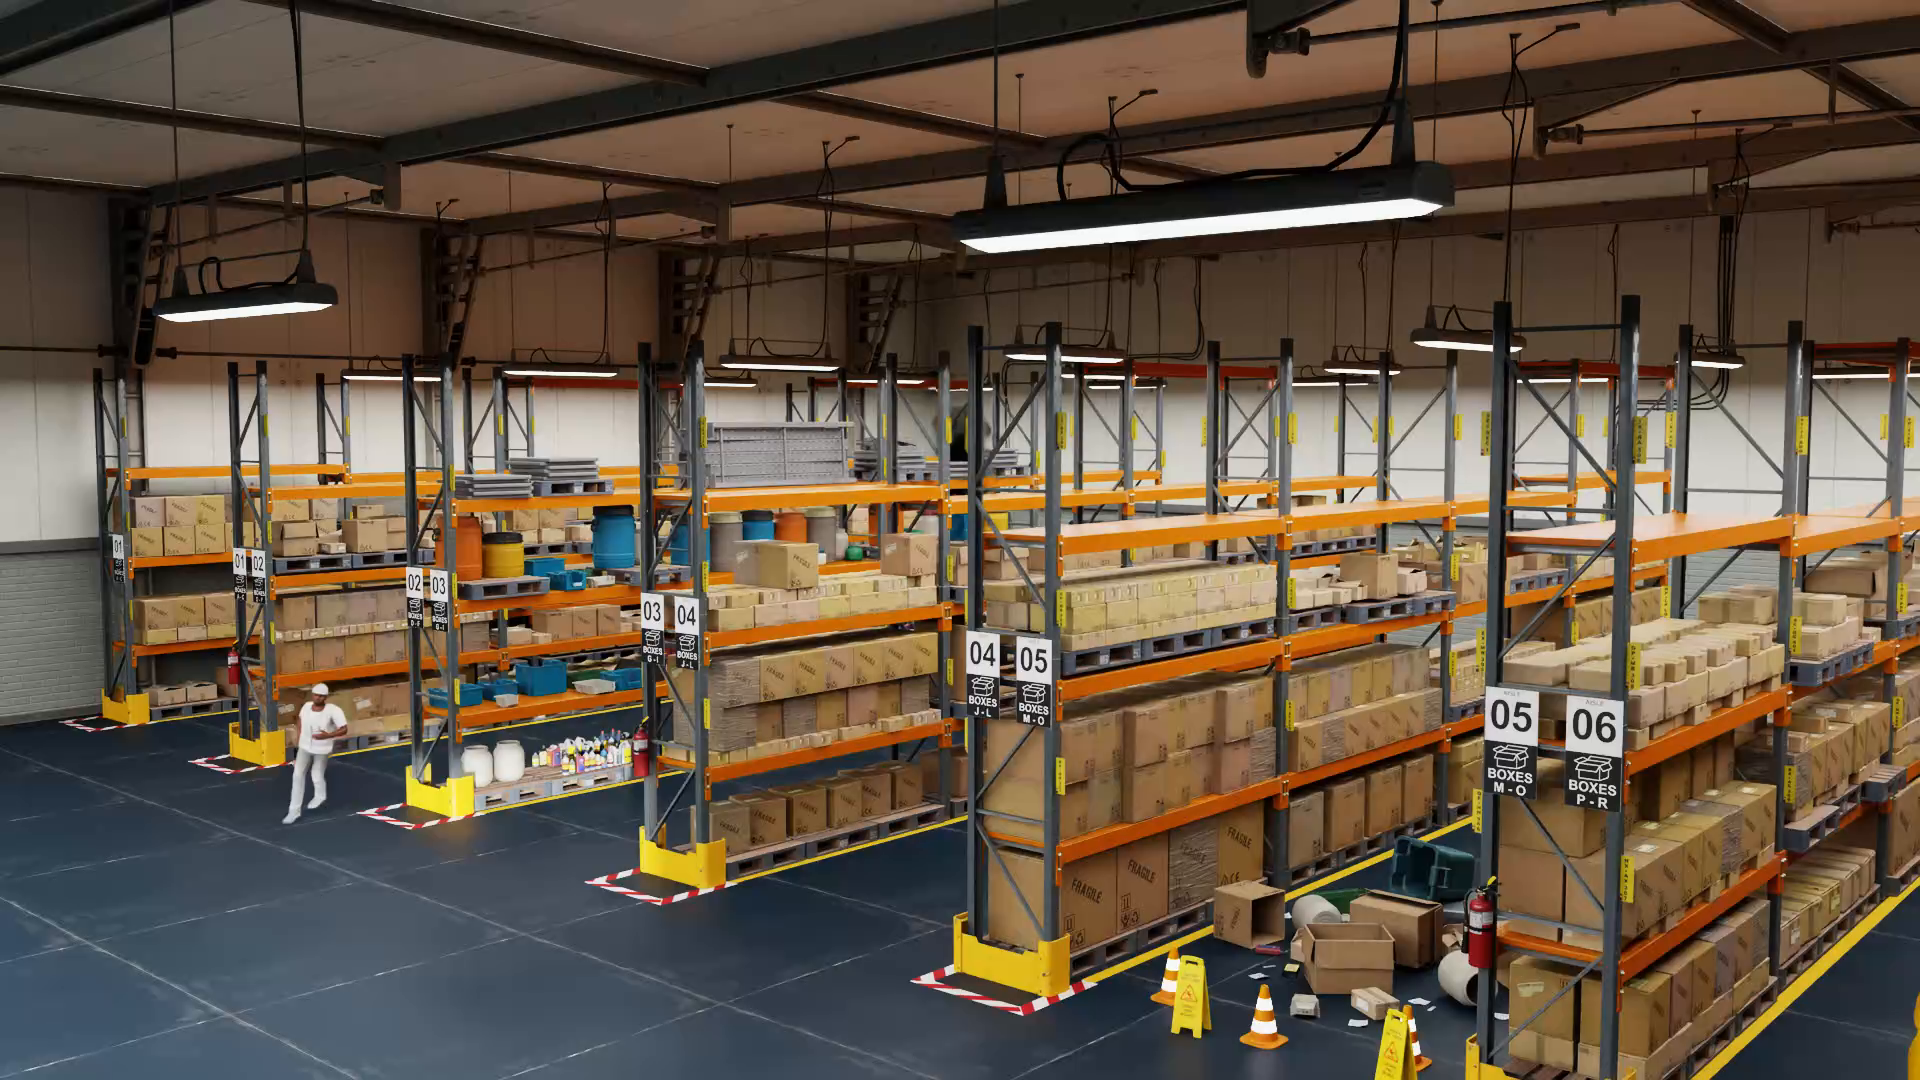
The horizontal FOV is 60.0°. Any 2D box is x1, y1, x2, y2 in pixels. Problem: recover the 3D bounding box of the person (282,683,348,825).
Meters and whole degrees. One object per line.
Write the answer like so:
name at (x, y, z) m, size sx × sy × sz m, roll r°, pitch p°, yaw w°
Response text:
person at (-8.285, 2.720, 21.529) m, size 0.725 × 1.764 × 0.898 m, roll 0°, pitch 4°, yaw 1°
